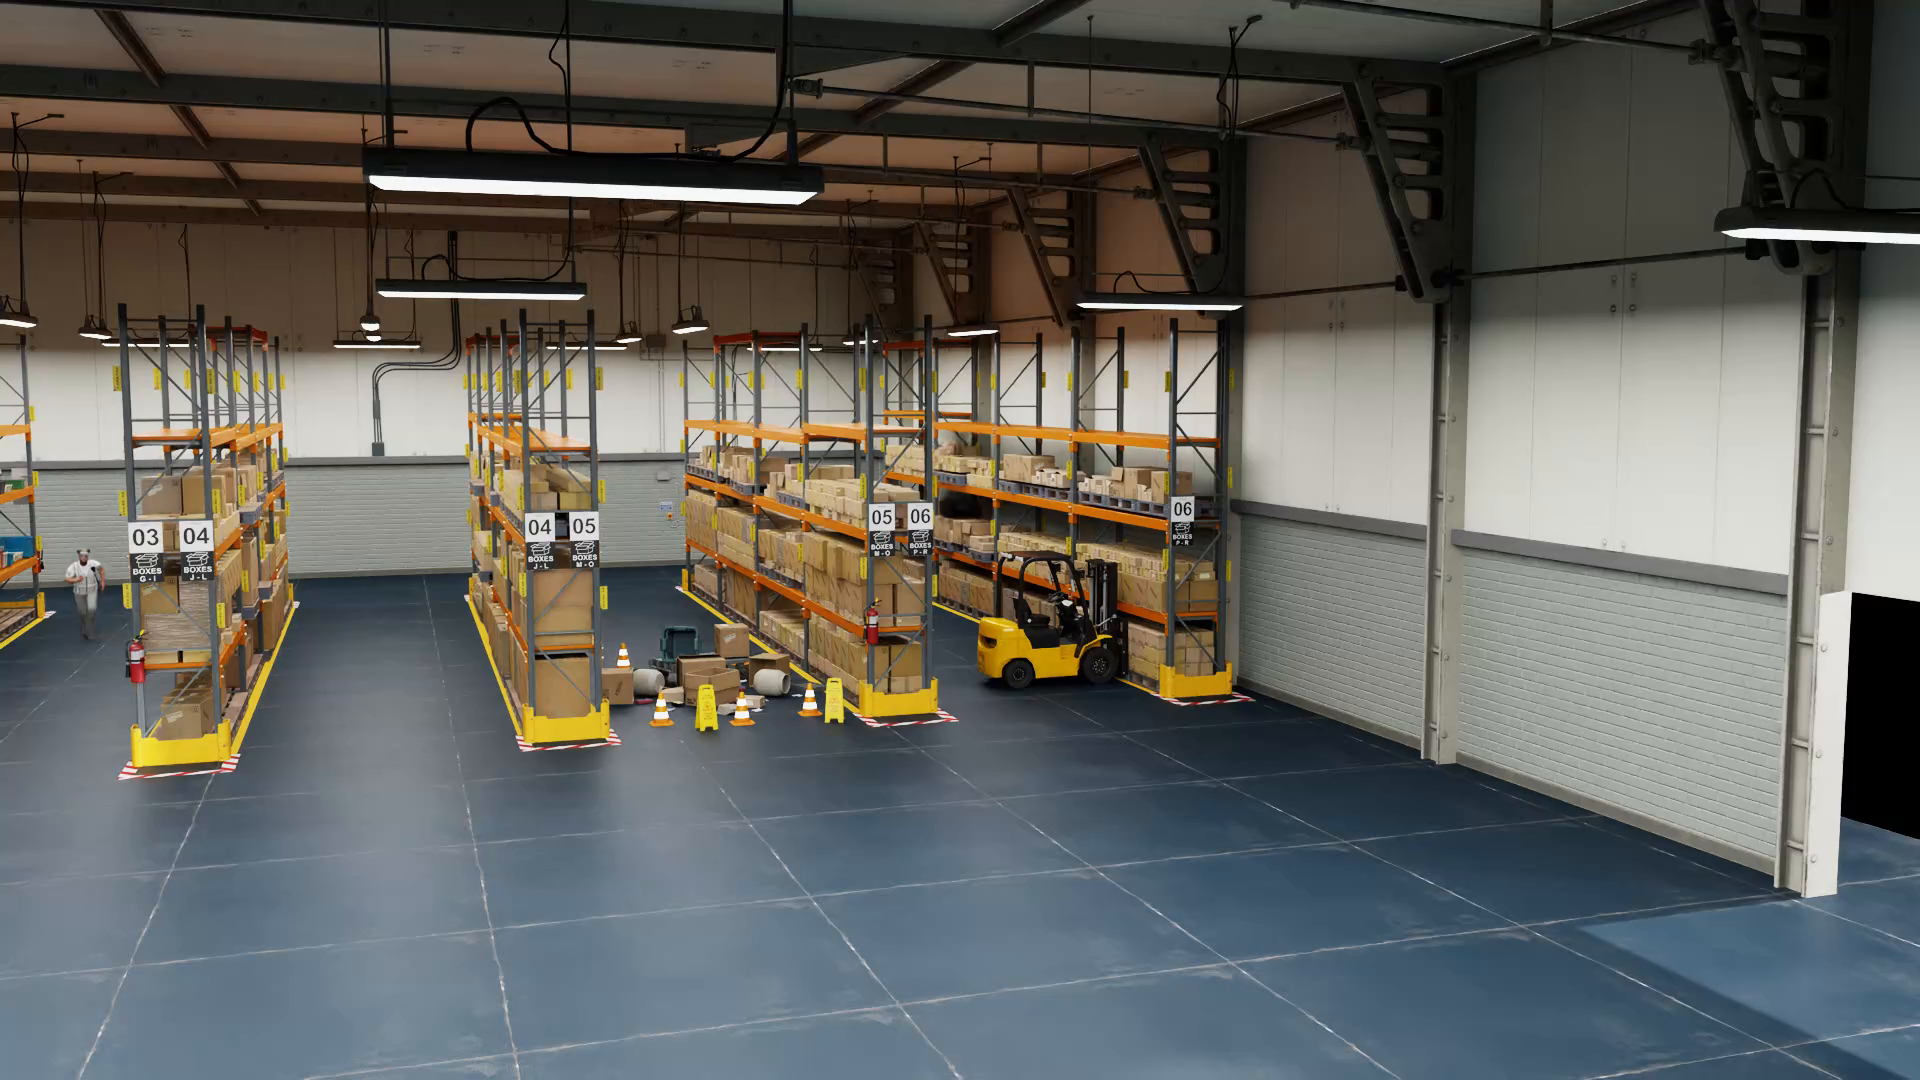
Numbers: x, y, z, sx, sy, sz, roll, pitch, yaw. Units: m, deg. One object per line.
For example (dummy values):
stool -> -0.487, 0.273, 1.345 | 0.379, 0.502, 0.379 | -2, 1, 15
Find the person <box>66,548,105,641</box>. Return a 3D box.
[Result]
person -> -17.088, 1.055, 32.512 | 0.686, 1.830, 0.876 | -3, 6, -30
